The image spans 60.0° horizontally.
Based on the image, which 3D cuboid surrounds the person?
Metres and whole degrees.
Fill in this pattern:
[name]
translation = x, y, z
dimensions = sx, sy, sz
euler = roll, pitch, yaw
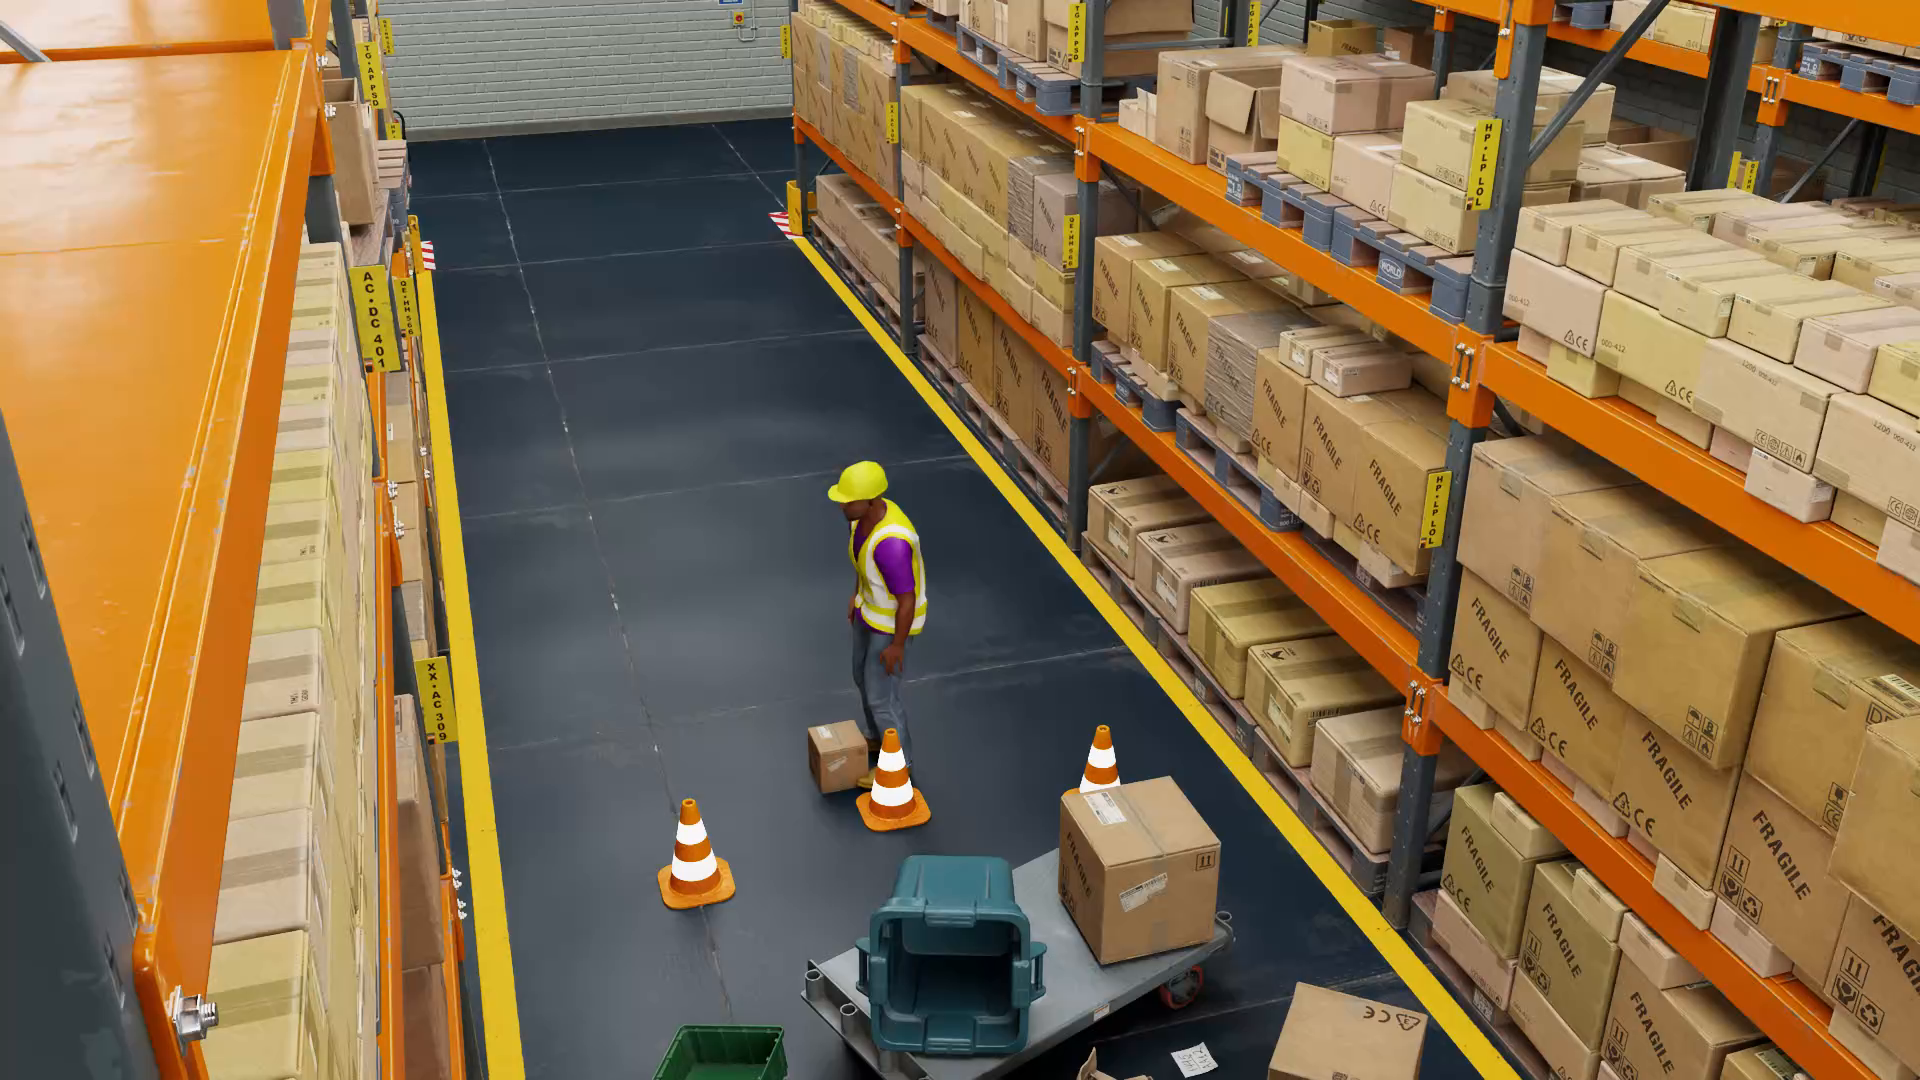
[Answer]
[person]
translation = -0.414, 0.404, 8.277
dimensions = 0.459, 1.755, 0.627
euler = -10, 28, -19
